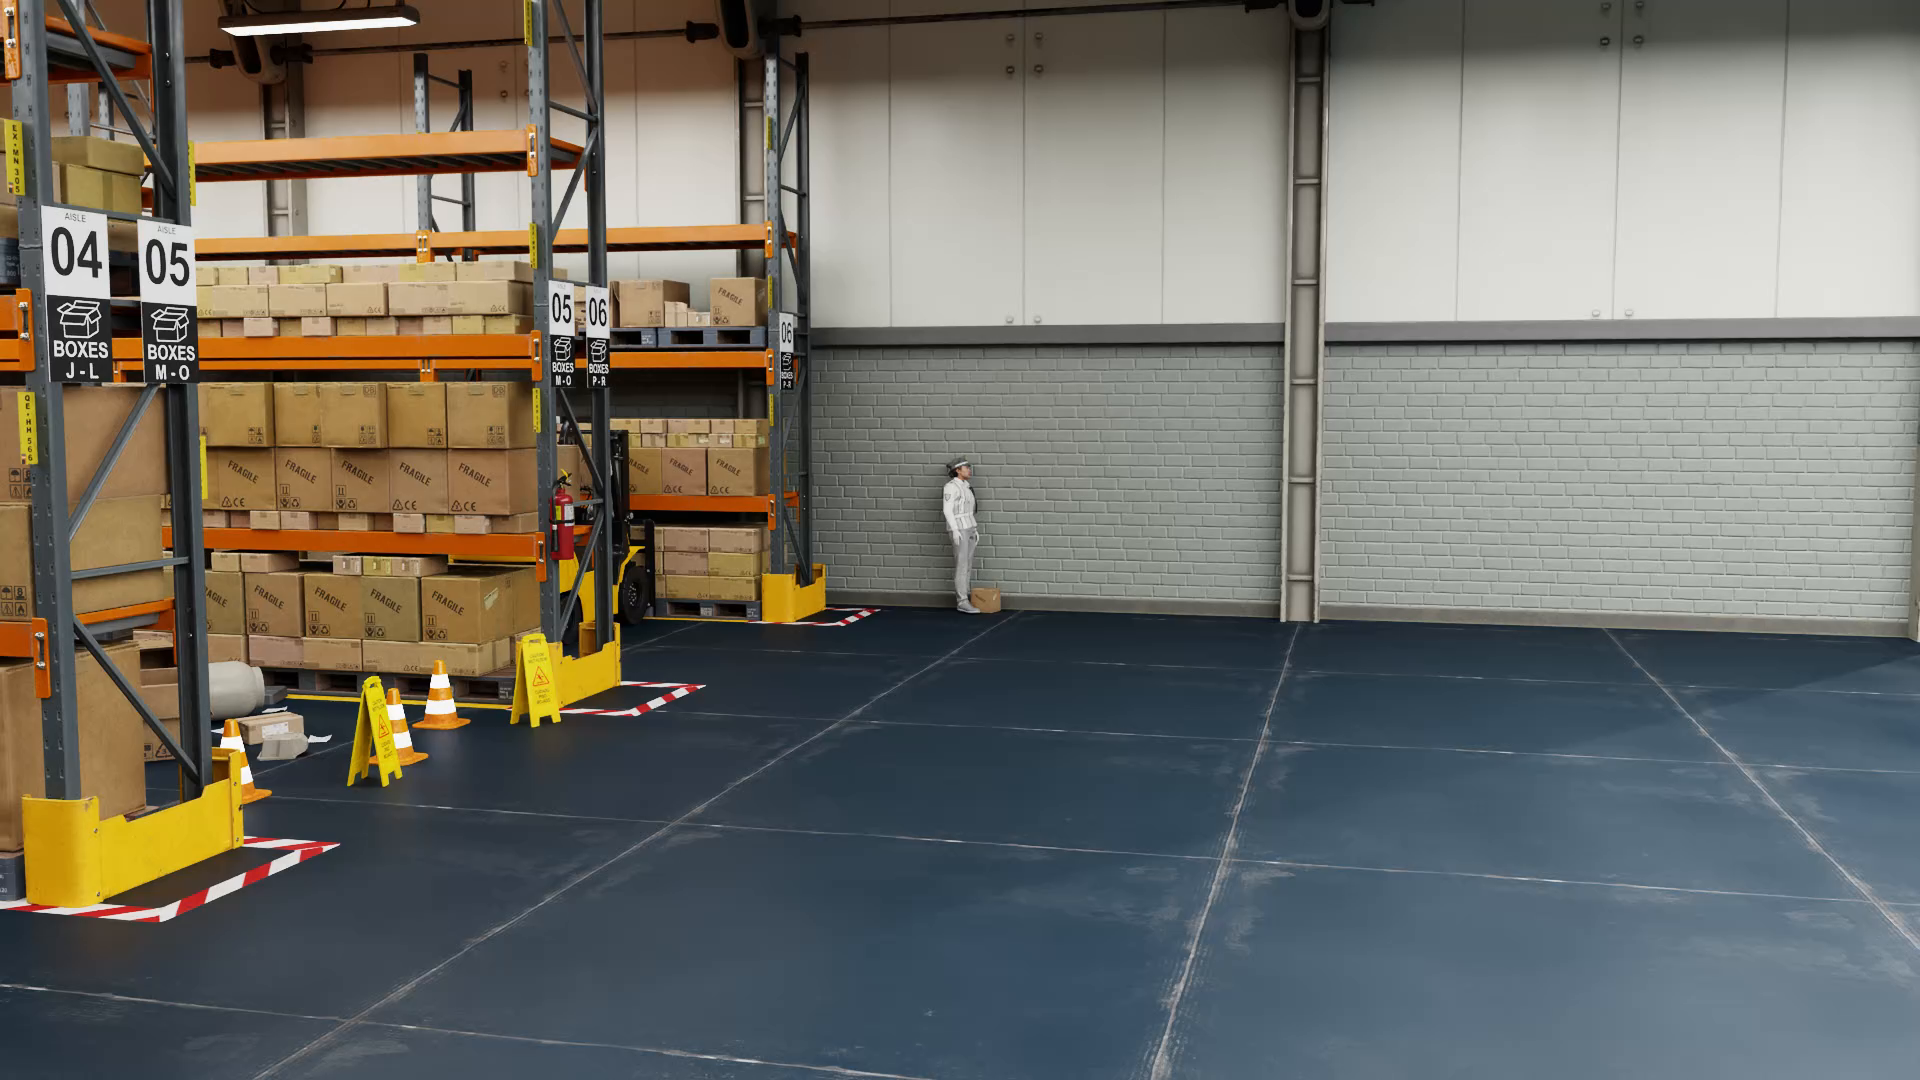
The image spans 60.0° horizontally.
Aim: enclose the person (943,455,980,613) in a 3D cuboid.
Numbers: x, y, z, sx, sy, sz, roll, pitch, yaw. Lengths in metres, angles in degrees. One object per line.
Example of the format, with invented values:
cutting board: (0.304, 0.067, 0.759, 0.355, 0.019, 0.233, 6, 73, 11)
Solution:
person: (0.083, -0.079, 18.160, 0.533, 1.695, 0.586, 2, 6, 27)
